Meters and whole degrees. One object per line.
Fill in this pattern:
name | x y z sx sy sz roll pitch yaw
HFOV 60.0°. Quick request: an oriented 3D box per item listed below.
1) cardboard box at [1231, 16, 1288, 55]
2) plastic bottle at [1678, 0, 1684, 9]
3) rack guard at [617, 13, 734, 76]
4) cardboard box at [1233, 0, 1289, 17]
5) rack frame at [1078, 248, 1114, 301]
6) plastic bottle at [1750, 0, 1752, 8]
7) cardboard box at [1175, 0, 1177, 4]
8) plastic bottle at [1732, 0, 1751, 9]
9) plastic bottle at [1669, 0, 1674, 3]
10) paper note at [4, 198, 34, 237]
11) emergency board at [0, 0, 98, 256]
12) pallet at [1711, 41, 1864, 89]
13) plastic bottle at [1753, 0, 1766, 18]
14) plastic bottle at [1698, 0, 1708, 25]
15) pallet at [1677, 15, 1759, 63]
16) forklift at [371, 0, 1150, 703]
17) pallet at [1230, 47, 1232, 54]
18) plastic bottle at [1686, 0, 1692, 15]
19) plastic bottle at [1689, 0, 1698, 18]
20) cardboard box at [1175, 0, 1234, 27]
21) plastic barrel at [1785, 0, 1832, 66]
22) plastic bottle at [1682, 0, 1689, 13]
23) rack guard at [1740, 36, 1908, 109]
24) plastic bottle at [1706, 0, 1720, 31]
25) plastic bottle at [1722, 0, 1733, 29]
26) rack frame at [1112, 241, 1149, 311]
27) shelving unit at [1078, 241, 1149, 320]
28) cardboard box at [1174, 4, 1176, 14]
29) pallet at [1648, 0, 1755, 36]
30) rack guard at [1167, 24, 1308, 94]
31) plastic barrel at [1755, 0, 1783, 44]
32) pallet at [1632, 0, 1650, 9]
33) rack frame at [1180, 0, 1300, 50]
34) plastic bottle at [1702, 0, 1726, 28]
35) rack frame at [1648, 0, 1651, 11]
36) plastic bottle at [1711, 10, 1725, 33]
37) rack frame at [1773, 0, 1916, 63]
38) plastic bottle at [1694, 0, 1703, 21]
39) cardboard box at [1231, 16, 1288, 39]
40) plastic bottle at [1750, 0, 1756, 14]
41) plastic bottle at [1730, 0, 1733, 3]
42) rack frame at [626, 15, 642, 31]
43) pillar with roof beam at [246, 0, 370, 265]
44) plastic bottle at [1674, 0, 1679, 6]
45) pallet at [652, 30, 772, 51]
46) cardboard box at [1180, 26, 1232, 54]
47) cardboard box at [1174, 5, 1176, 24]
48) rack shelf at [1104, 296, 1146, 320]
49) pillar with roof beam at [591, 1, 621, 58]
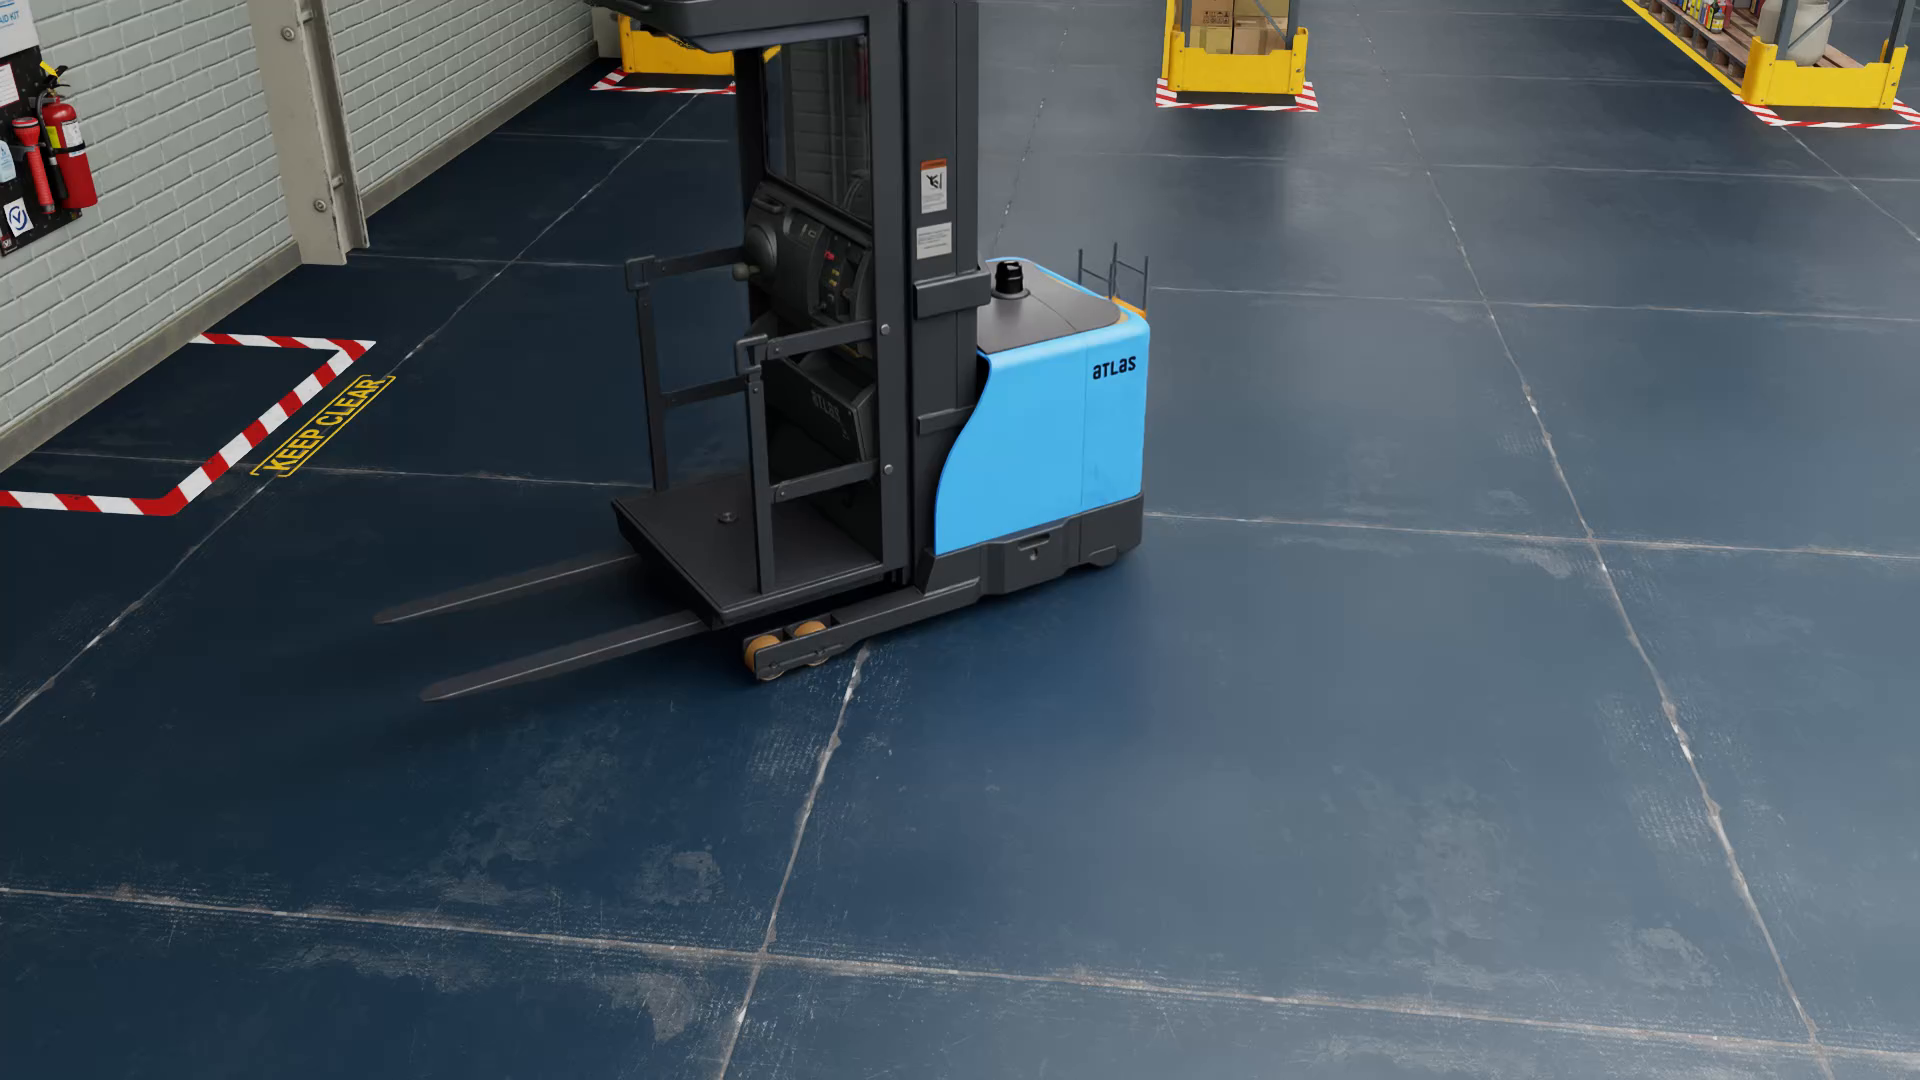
cardboard box | 2.703 -4.523 14.940 0.500 0.250 0.500 3 28 6
plastic bottle | 7.288 -5.486 16.599 0.144 0.351 0.185 2 28 4
rack guard | -2.491 -4.531 15.133 1.175 0.500 0.348 3 28 6
cardboard box | 2.762 -5.089 15.199 0.500 0.500 0.500 3 28 6
rack frame | 0.565 -0.650 7.192 0.006 1.200 0.240 -16 32 -28
plastic bottle | 8.005 -5.520 16.663 0.144 0.351 0.185 2 28 4
cardboard box | 2.295 -5.355 15.694 0.500 0.500 0.500 3 28 6
plastic bottle | 7.855 -5.484 16.674 0.152 0.276 0.135 3 28 6
plastic bottle | 7.335 -5.619 16.925 0.152 0.276 0.135 4 29 8
paper note | -4.439 -1.523 7.843 0.016 0.148 0.142 3 28 6
emergency board | -4.349 -1.990 7.781 0.194 1.169 0.643 3 28 6
pallet | 7.399 -4.213 14.847 1.003 0.211 1.213 3 28 6
plastic bottle | 7.836 -5.268 16.266 0.061 0.283 0.133 3 28 6
plastic bottle | 7.197 -5.087 15.937 0.152 0.276 0.135 3 28 5
pallet | 7.551 -4.786 15.910 1.003 0.211 1.213 3 28 6
forklift | -0.748 -1.048 6.105 3.031 2.935 1.130 -16 32 -28
pallet | 2.468 -4.444 15.277 1.003 0.211 1.213 3 28 6
plastic bottle | 7.230 -5.288 16.389 0.097 0.201 0.097 0 28 0
plastic bottle | 7.236 -5.285 16.227 0.144 0.351 0.185 3 28 6
cardboard box | 2.187 -4.884 14.818 0.500 0.500 0.500 3 28 6
plastic barrel | 7.337 -4.424 14.479 0.421 0.512 0.421 0 28 0
plastic bottle | 7.226 -5.381 16.475 0.061 0.283 0.133 5 29 8
rack guard | 7.294 -3.958 14.070 1.175 0.500 0.348 3 28 6
plastic bottle | 7.118 -4.964 15.701 0.061 0.283 0.133 4 29 7
plastic bottle | 7.285 -5.019 15.803 0.061 0.283 0.133 3 28 6
rack frame | 0.721 -0.696 7.276 0.006 1.200 0.240 -16 32 -28
shelving unit | 0.643 -0.673 7.234 0.189 1.200 0.258 -16 32 -28
cardboard box | 2.297 -5.025 15.871 0.500 0.250 0.500 3 28 6
pallet | 7.698 -5.361 16.979 1.003 0.211 1.213 3 28 6
rack guard | 2.413 -4.198 14.515 1.175 0.500 0.348 3 28 6
plastic barrel | 7.398 -4.660 14.917 0.421 0.512 0.421 0 28 0
pallet | 7.880 -6.047 18.252 1.003 0.211 1.213 3 28 6
rack frame | 2.416 -5.310 13.943 1.000 3.000 0.127 3 28 6
plastic bottle | 7.180 -5.022 15.816 0.152 0.276 0.135 4 29 7
rack frame | 7.822 -6.903 16.900 1.000 3.000 0.127 3 28 6
plastic bottle | 7.122 -4.872 15.617 0.097 0.201 0.097 0 28 0
rack frame | 7.332 -5.020 13.405 1.000 3.000 0.127 3 28 6
plastic bottle | 7.213 -5.198 16.065 0.144 0.351 0.185 5 29 8
cardboard box | 2.760 -4.759 15.377 0.500 0.250 0.500 3 28 6
plastic bottle | 7.861 -5.332 16.385 0.061 0.283 0.133 3 28 6
plastic bottle | 7.886 -5.619 16.846 0.144 0.351 0.185 3 28 6
rack frame | -2.501 -5.596 14.474 1.000 3.000 0.127 3 28 6
pillar with roof beam | 0.264 -5.542 8.049 9.100 9.000 0.400 3 28 6
plastic bottle | 7.311 -5.574 16.764 0.144 0.351 0.185 4 29 8
pallet | -2.357 -4.784 15.908 1.003 0.211 1.213 3 28 6
cardboard box | 2.189 -4.554 14.996 0.500 0.250 0.500 3 28 6
cardboard box | 2.238 -4.790 15.434 0.500 0.250 0.500 3 28 6
rack shelf | 0.643 -0.951 7.084 0.180 0.103 0.258 -16 32 -28
pillar with roof beam | 0.999 -8.366 13.292 9.100 9.000 0.400 3 28 6
